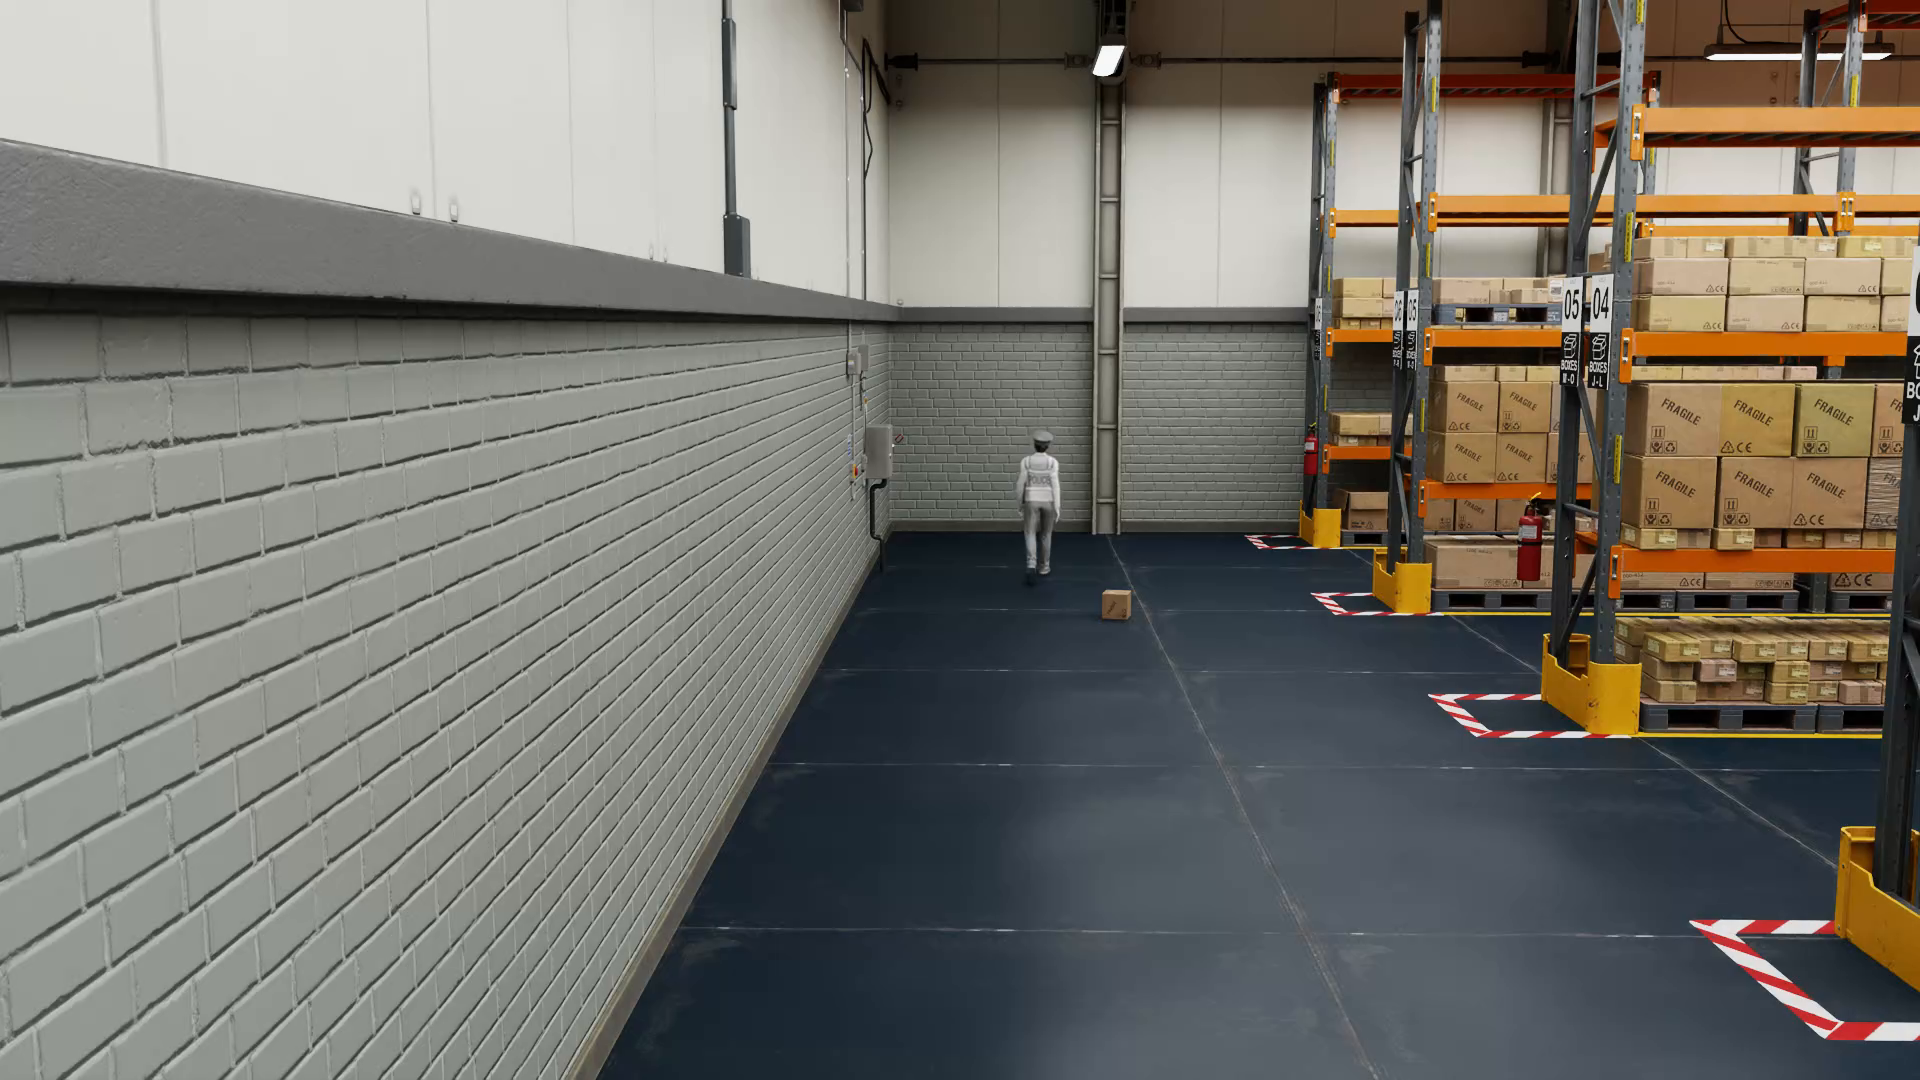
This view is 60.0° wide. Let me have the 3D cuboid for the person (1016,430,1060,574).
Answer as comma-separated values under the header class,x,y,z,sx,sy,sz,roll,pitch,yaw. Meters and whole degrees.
class,x,y,z,sx,sy,sz,roll,pitch,yaw
person,0.880,-0.408,18.751,0.492,1.653,0.878,0,7,2
